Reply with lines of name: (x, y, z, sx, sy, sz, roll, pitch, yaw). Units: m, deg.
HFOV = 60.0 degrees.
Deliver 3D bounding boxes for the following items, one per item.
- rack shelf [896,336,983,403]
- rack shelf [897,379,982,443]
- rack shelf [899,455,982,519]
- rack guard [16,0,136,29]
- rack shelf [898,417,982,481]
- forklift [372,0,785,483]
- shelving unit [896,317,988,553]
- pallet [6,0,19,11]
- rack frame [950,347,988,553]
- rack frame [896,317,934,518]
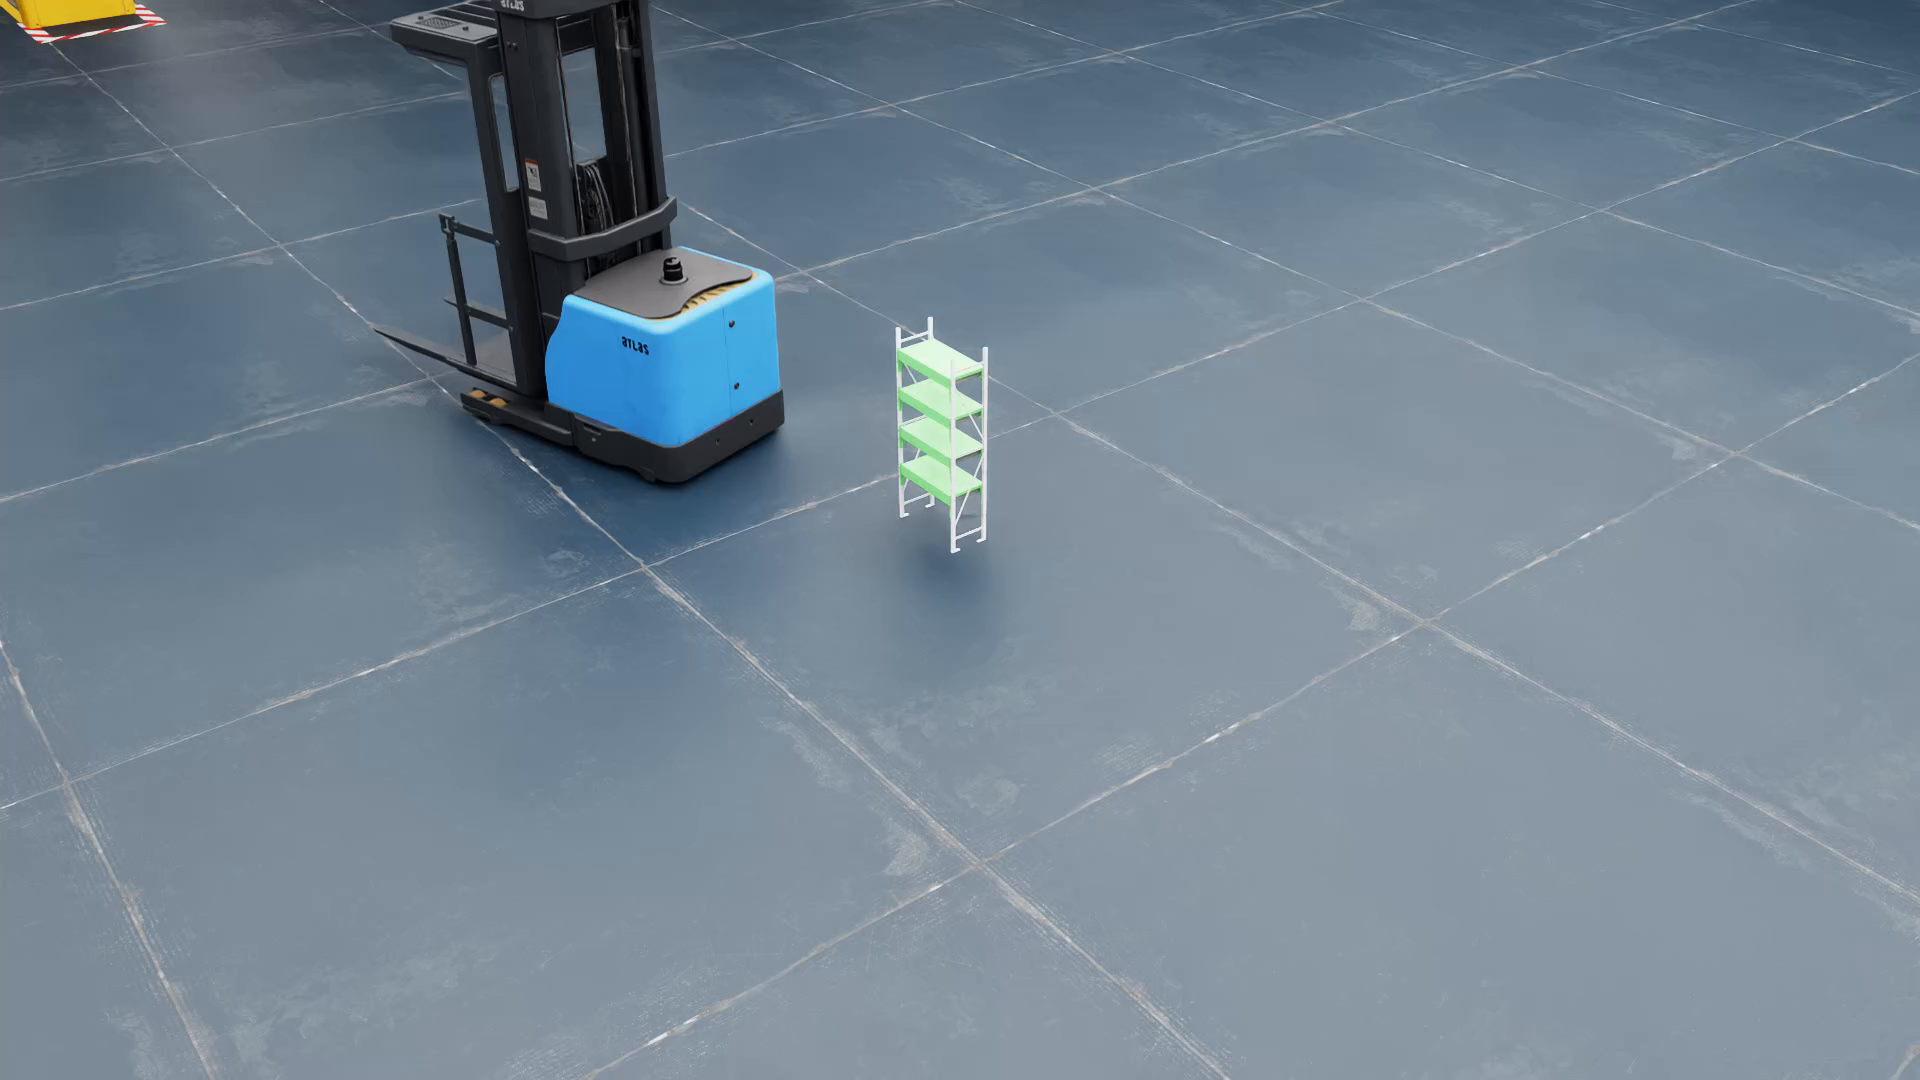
rack shelf: (-0.101, -0.932, 9.052, 0.258, 0.148, 0.480, -22, 38, -31)
rack shelf: (-0.101, -0.728, 9.178, 0.258, 0.148, 0.480, -22, 38, -31)
rack shelf: (-0.102, -0.321, 9.432, 0.258, 0.148, 0.480, -22, 38, -31)
rack guard: (-10.136, -6.227, 19.029, 1.175, 0.500, 0.348, -22, 38, -31)
rack shelf: (-0.101, -0.524, 9.305, 0.258, 0.148, 0.480, -22, 38, -31)
forklift: (-2.606, -2.191, 10.227, 3.031, 2.935, 1.130, 21, 37, 30)
shelving unit: (-0.101, -0.579, 9.271, 0.258, 1.200, 0.503, -22, 38, -31)
pallet: (-10.630, -6.444, 19.653, 1.003, 0.211, 1.213, -22, 38, -31)
rack frame: (0.048, -0.477, 9.108, 0.240, 1.200, 0.015, -22, 38, -31)
rack frame: (-0.251, -0.680, 9.435, 0.240, 1.200, 0.015, -22, 38, -31)
